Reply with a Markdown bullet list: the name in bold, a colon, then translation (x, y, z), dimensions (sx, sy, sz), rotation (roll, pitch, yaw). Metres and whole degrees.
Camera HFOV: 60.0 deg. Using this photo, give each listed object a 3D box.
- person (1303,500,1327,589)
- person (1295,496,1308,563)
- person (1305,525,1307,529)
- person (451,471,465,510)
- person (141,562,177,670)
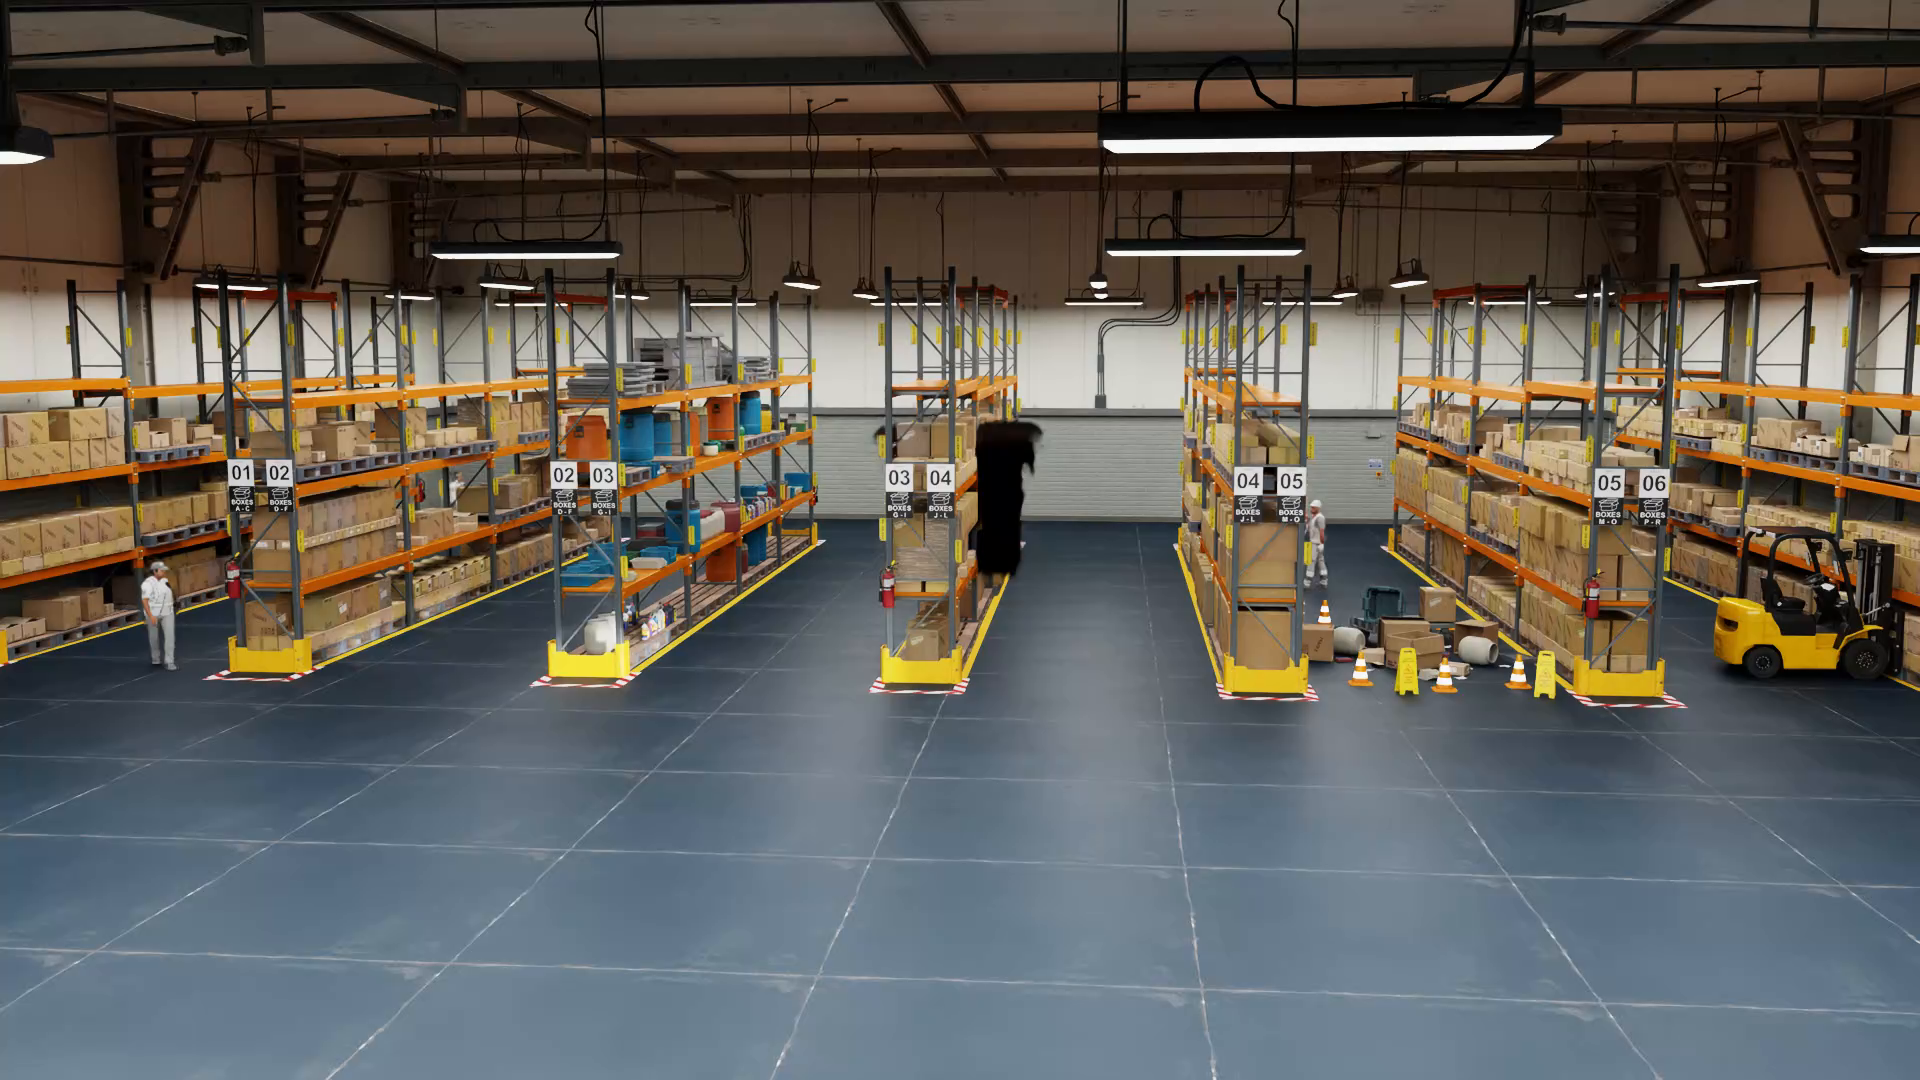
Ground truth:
- **person**: translation (7.055, 0.081, 33.308), dimensions (0.633, 1.780, 0.578), rotation (2, 7, 17)
- **person**: translation (7.557, -0.393, 37.042), dimensions (0.351, 1.789, 0.560), rotation (0, 7, 4)
- **person**: translation (8.353, -0.882, 41.631), dimensions (0.629, 1.648, 0.498), rotation (0, 7, 0)
- **person**: translation (-12.775, -0.940, 42.326), dimensions (1.000, 1.612, 0.552), rotation (1, 7, 12)
- **person**: translation (-12.132, 1.131, 25.222), dimensions (0.480, 1.612, 0.970), rotation (-3, 8, -26)
